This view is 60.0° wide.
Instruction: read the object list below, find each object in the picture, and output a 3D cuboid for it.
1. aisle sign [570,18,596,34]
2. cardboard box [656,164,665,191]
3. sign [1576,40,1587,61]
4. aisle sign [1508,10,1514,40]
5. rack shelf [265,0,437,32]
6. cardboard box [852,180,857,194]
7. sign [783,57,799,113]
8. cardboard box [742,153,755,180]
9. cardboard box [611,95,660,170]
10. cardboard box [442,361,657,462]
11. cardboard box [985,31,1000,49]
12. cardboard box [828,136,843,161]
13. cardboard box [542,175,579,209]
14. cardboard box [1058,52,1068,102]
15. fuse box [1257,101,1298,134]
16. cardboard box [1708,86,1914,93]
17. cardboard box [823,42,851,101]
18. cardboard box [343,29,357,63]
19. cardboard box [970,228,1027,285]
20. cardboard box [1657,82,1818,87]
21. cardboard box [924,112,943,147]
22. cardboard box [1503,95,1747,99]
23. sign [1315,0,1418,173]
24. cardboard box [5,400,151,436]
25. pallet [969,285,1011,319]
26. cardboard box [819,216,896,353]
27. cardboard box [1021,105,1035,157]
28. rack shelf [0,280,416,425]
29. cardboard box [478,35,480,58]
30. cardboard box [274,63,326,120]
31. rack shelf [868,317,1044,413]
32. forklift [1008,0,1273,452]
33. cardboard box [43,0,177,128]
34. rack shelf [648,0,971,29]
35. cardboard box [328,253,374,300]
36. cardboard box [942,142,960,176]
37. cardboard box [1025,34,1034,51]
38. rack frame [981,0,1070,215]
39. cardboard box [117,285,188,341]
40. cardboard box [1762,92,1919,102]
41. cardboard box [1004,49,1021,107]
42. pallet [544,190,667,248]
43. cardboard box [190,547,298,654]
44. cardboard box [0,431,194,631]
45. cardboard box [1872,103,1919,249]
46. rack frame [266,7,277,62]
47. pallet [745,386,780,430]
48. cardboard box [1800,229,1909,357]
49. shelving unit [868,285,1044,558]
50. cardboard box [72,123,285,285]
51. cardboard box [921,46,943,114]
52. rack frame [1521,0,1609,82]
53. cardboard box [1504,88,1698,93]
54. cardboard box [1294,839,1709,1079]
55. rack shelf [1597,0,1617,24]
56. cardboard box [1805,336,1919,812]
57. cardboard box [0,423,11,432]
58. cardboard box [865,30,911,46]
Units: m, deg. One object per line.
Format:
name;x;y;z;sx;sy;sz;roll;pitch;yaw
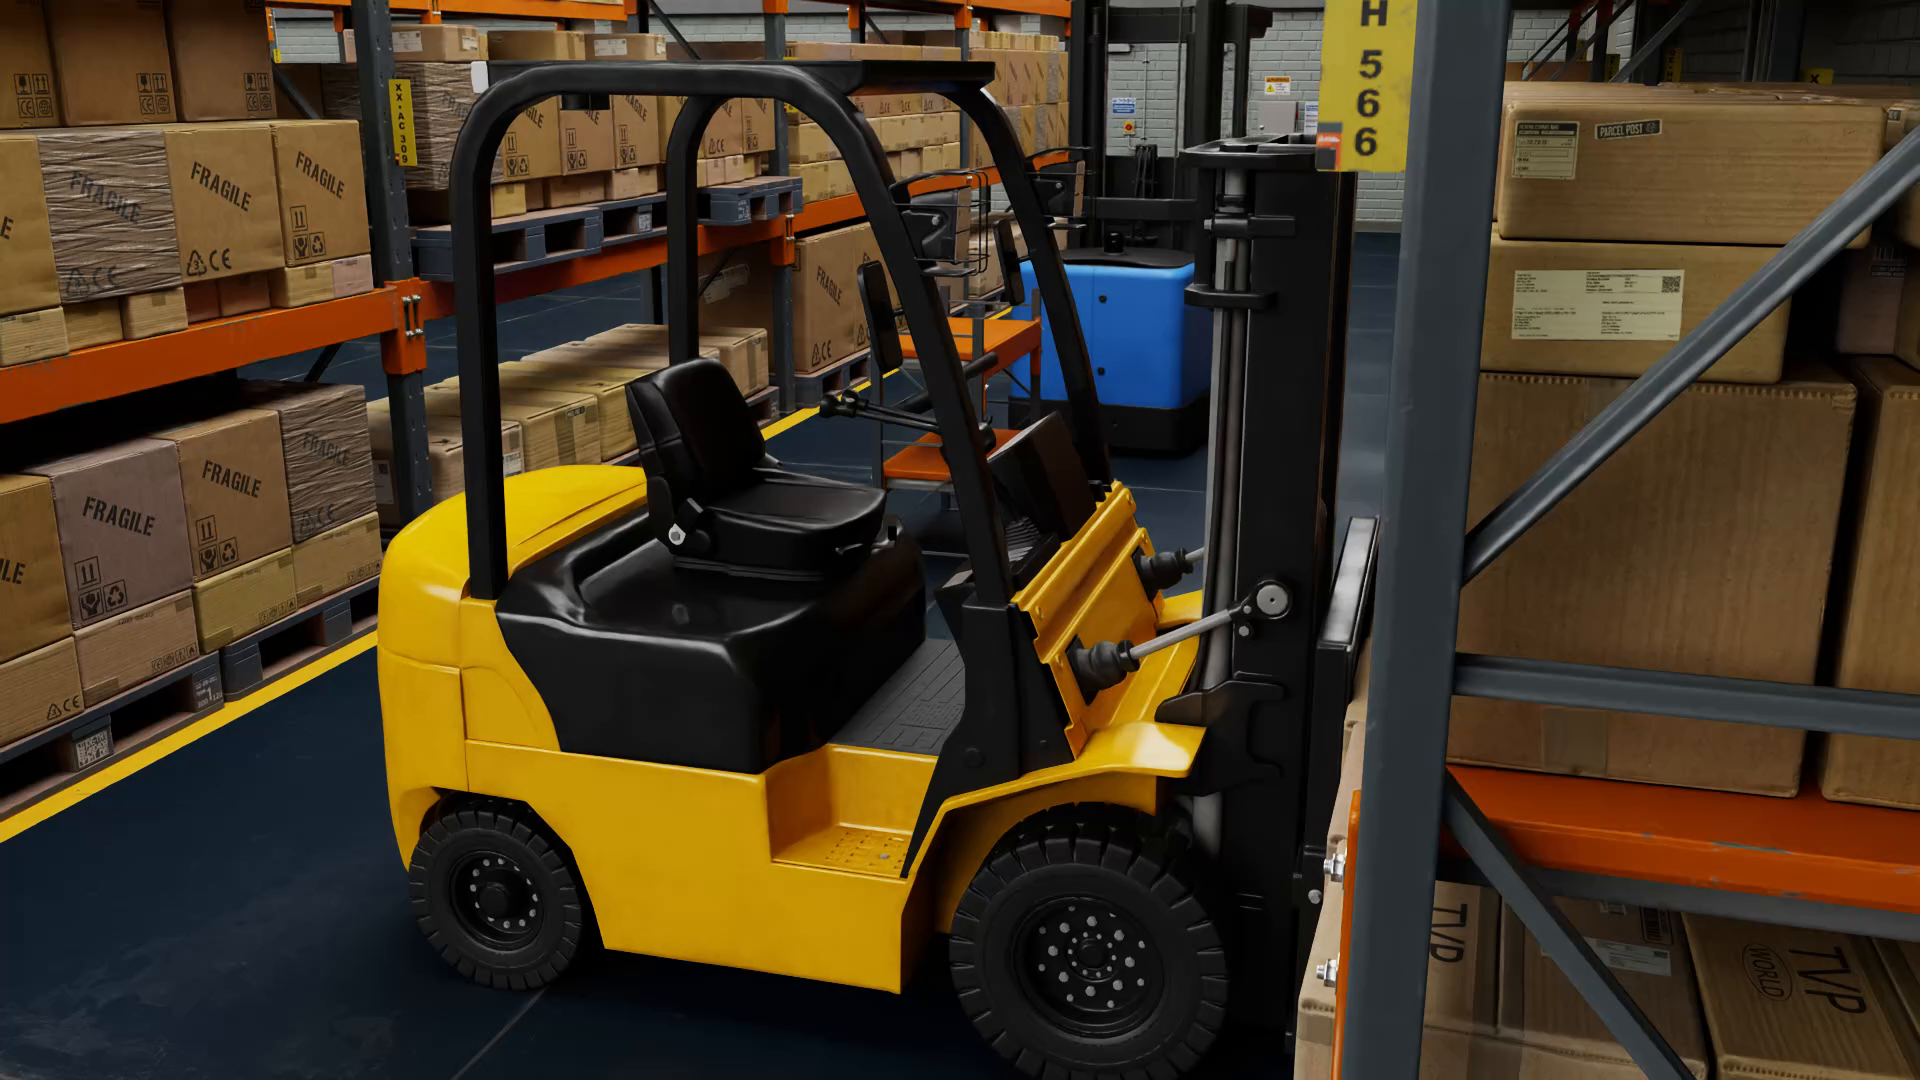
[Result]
aisle sign;-4.325;-6.037;18.852;0.394;0.787;0.004;5;16;16
cardboard box;-1.796;-1.931;8.831;0.380;0.149;0.250;5;17;16
sign;6.003;-4.663;16.072;0.100;0.325;0.005;5;16;16
aisle sign;5.215;-5.294;16.232;0.394;0.787;0.004;5;16;16
rack shelf;-5.763;-4.271;13.212;1.077;0.370;4.000;5;16;16
cardboard box;-0.893;-2.602;11.782;0.500;0.250;0.500;5;17;18
sign;-1.034;-2.773;10.131;0.100;0.325;0.005;5;16;16
cardboard box;-1.431;-2.195;9.761;0.380;0.149;0.250;5;17;17
cardboard box;-1.854;-2.135;8.362;0.500;0.500;0.500;4;16;14
cardboard box;-2.150;-0.693;8.820;0.950;0.372;0.625;5;17;18
cardboard box;0.138;-4.442;14.790;0.380;0.149;0.250;5;16;15
cardboard box;-1.028;-2.710;11.246;0.500;0.250;0.500;5;17;17
cardboard box;-2.033;-1.657;7.865;0.380;0.149;0.250;5;17;17
cardboard box;0.808;-4.771;17.137;0.500;0.500;0.500;5;17;18
fuse box;4.270;-5.042;22.471;0.539;1.711;0.414;5;16;16
cardboard box;1.871;-0.927;3.682;0.380;0.149;0.250;4;16;15
cardboard box;-1.050;-3.063;11.116;0.500;0.500;0.500;5;16;16
cardboard box;-2.595;-2.272;7.655;0.380;0.149;0.250;4;16;14
cardboard box;0.115;-2.699;15.775;0.875;0.438;0.875;4;16;14
cardboard box;2.155;-1.197;4.635;0.380;0.149;0.250;4;16;14
cardboard box;-0.447;-3.243;13.123;0.500;0.250;0.500;5;17;17
cardboard box;0.919;-0.567;2.415;0.380;0.149;0.250;5;17;17
sign;0.414;-0.533;1.656;0.100;0.325;0.005;5;16;16
cardboard box;-3.261;-0.212;5.976;0.500;0.500;0.500;5;17;18
pallet;-0.129;-2.191;15.168;1.003;0.211;1.213;5;16;16
cardboard box;-1.023;-1.881;12.086;0.875;0.875;0.875;5;17;17
cardboard box;0.405;-3.886;15.850;0.500;0.500;0.500;5;17;18
rack shelf;-3.262;-0.378;4.982;1.077;0.370;4.000;5;16;16
cardboard box;-4.833;-4.469;15.526;0.500;0.500;0.500;5;17;17
cardboard box;-2.782;-1.779;7.106;0.500;0.500;0.500;4;16;15
rack shelf;0.002;-0.825;7.602;0.538;0.278;1.000;5;16;16
forklift;1.292;-2.270;10.461;1.130;2.935;3.031;6;17;21
cardboard box;-3.192;-1.689;5.726;0.700;0.500;0.500;5;17;16
rack shelf;-0.988;-3.914;11.951;1.077;0.370;4.000;5;16;16
cardboard box;-2.492;-1.018;6.383;0.380;0.149;0.250;4;16;15
cardboard box;-0.306;-3.131;13.645;0.500;0.250;0.500;4;16;15
cardboard box;0.497;-4.780;15.981;0.380;0.149;0.250;5;17;17
rack frame;0.717;-4.386;17.797;1.000;3.000;0.127;5;16;16
cardboard box;-2.778;-0.752;5.445;0.380;0.149;0.250;4;16;15
cardboard box;1.534;-0.661;2.747;0.380;0.149;0.250;5;17;18
cardboard box;0.254;-4.240;15.264;0.500;0.500;0.500;5;17;17
pallet;-2.080;-1.680;8.607;1.003;0.211;1.213;5;16;16
cardboard box;-2.745;0.190;5.933;0.500;0.250;0.500;4;16;14
cardboard box;-2.891;-0.044;5.384;0.500;0.500;0.500;6;17;19
cardboard box;1.230;-0.391;1.794;0.380;0.149;0.250;4;16;15
rack frame;-8.784;-5.155;20.506;1.000;3.000;0.127;5;16;16
pallet;-1.780;-0.748;10.078;1.003;0.211;1.213;5;16;16
cardboard box;1.284;-0.315;2.070;0.380;0.149;0.250;5;16;16
shelving unit;0.002;-0.543;7.682;0.538;1.125;1.048;5;16;16
cardboard box;-2.721;-1.167;5.720;0.500;0.500;0.500;5;17;18
cardboard box;-0.446;-3.597;12.997;0.500;0.500;0.500;5;17;17
rack frame;4.340;-2.956;12.754;1.000;3.000;0.127;5;16;16
cardboard box;1.260;-0.832;3.347;0.380;0.149;0.250;5;17;17
cardboard box;0.762;0.679;2.377;0.500;0.250;0.500;5;17;18
rack shelf;3.772;-3.530;10.598;1.077;0.370;4.000;5;16;16
cardboard box;1.337;0.027;2.053;0.500;0.500;0.500;5;17;18
cardboard box;-3.431;-0.432;5.562;0.380;0.149;0.250;6;17;19
cardboard box;-0.637;-4.286;14.240;0.380;0.149;0.250;4;16;15
